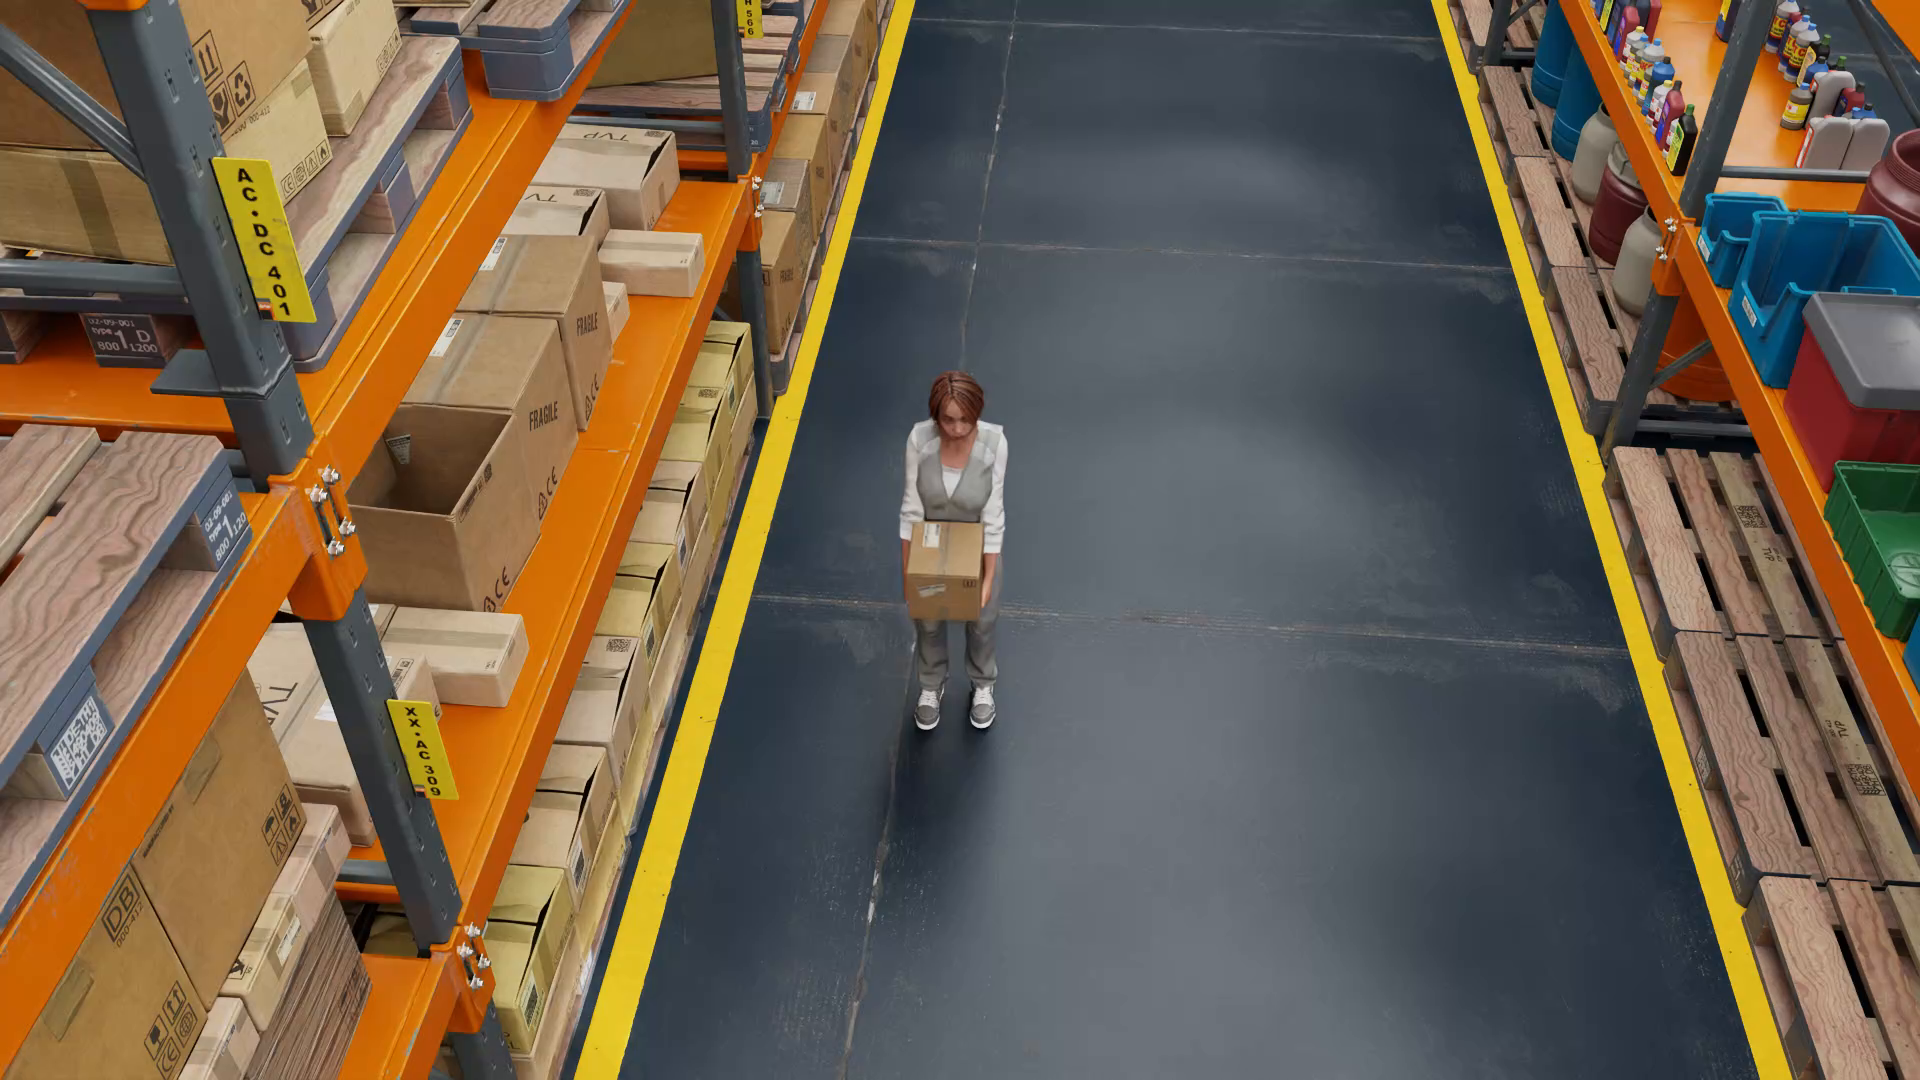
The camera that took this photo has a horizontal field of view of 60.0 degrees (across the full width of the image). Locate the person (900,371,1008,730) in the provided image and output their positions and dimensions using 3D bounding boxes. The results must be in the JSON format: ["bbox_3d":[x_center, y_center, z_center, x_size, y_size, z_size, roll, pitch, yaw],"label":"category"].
[{"bbox_3d":[-0.024,0.085,6.070,0.374,1.598,0.505,3,41,4],"label":"person"}]
